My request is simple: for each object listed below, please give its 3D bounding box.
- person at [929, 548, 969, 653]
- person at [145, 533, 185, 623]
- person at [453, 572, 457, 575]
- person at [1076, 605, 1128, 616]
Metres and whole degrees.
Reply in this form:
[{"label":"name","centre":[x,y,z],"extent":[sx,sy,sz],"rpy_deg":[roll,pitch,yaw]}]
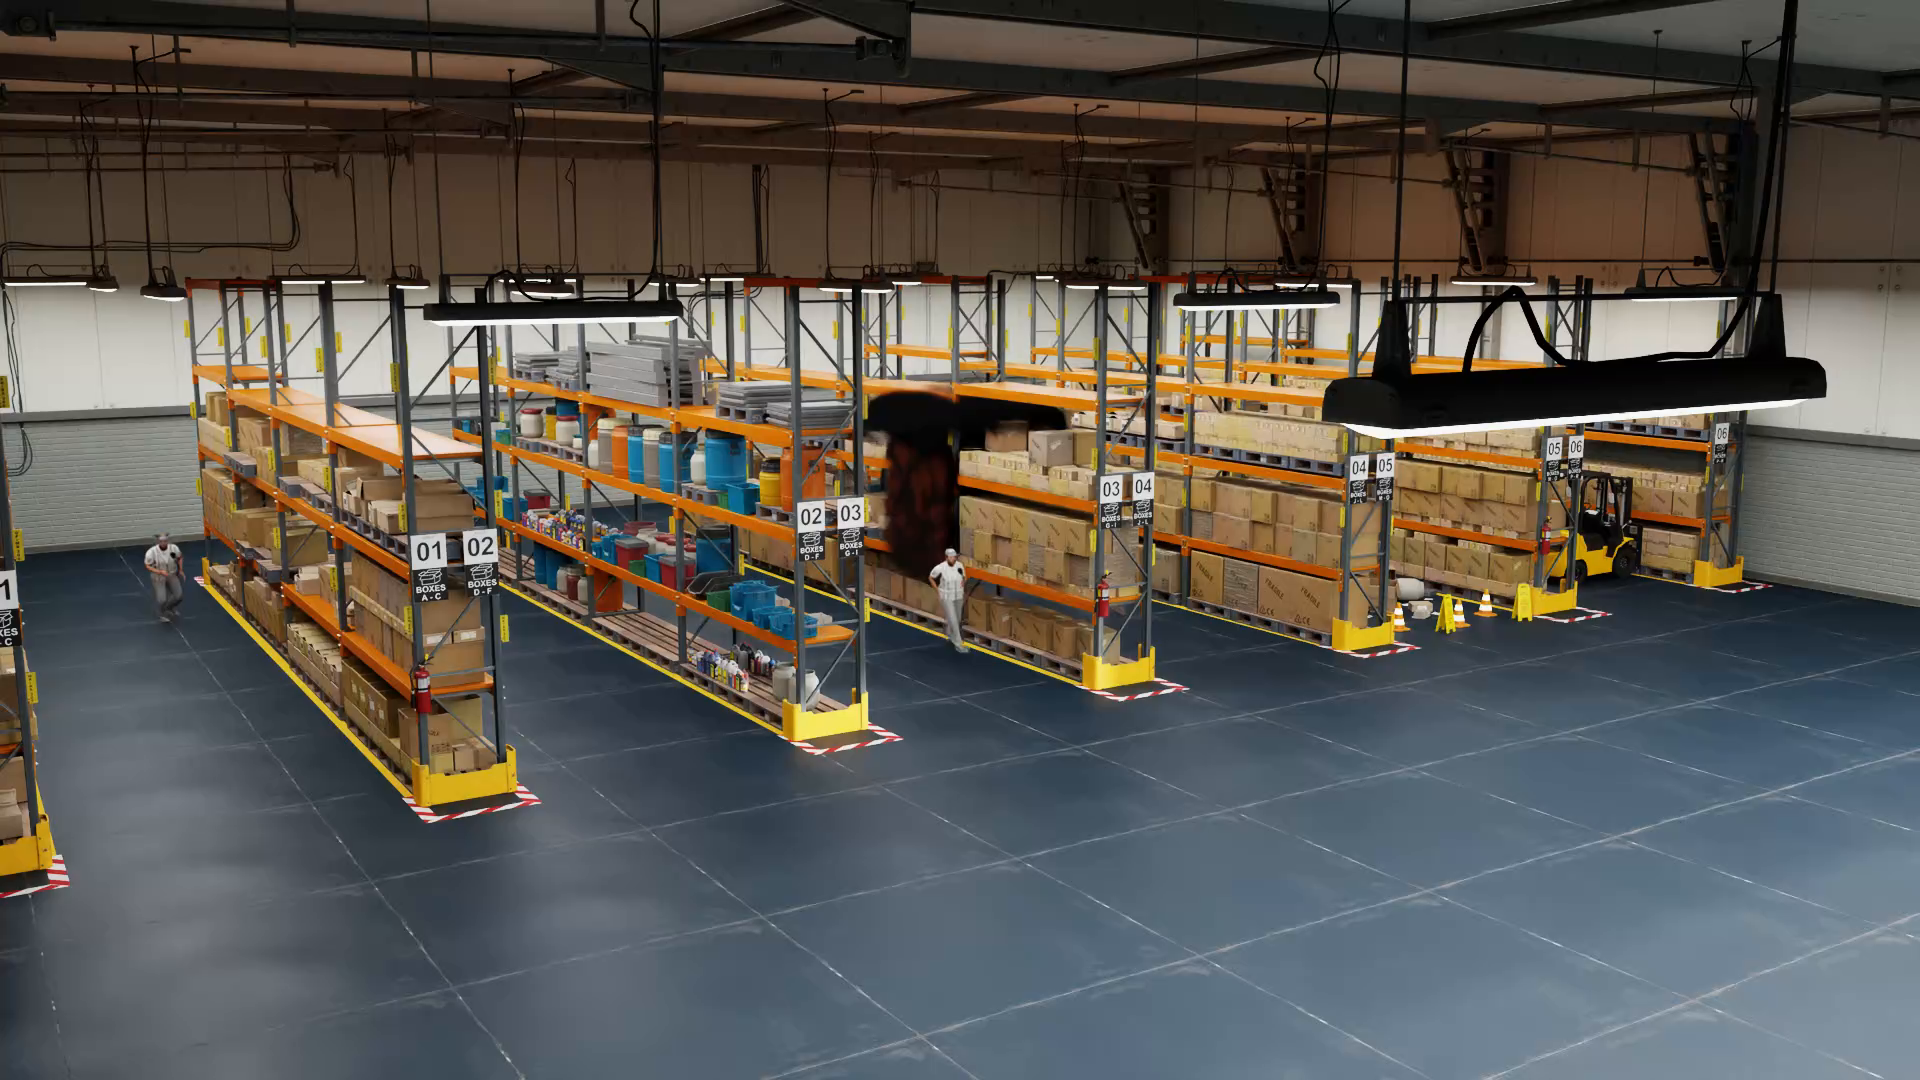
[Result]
[{"label":"person","centre":[-0.155,0.922,26.351],"extent":[0.597,1.635,0.880],"rpy_deg":[-6,11,-31]},{"label":"person","centre":[-13.954,0.650,29.197],"extent":[0.656,1.653,0.787],"rpy_deg":[-8,13,-41]},{"label":"person","centre":[-9.461,0.441,30.430],"extent":[0.725,1.653,0.831],"rpy_deg":[-9,13,-41]},{"label":"person","centre":[2.474,0.525,29.128],"extent":[0.852,1.659,0.549],"rpy_deg":[4,10,23]}]
